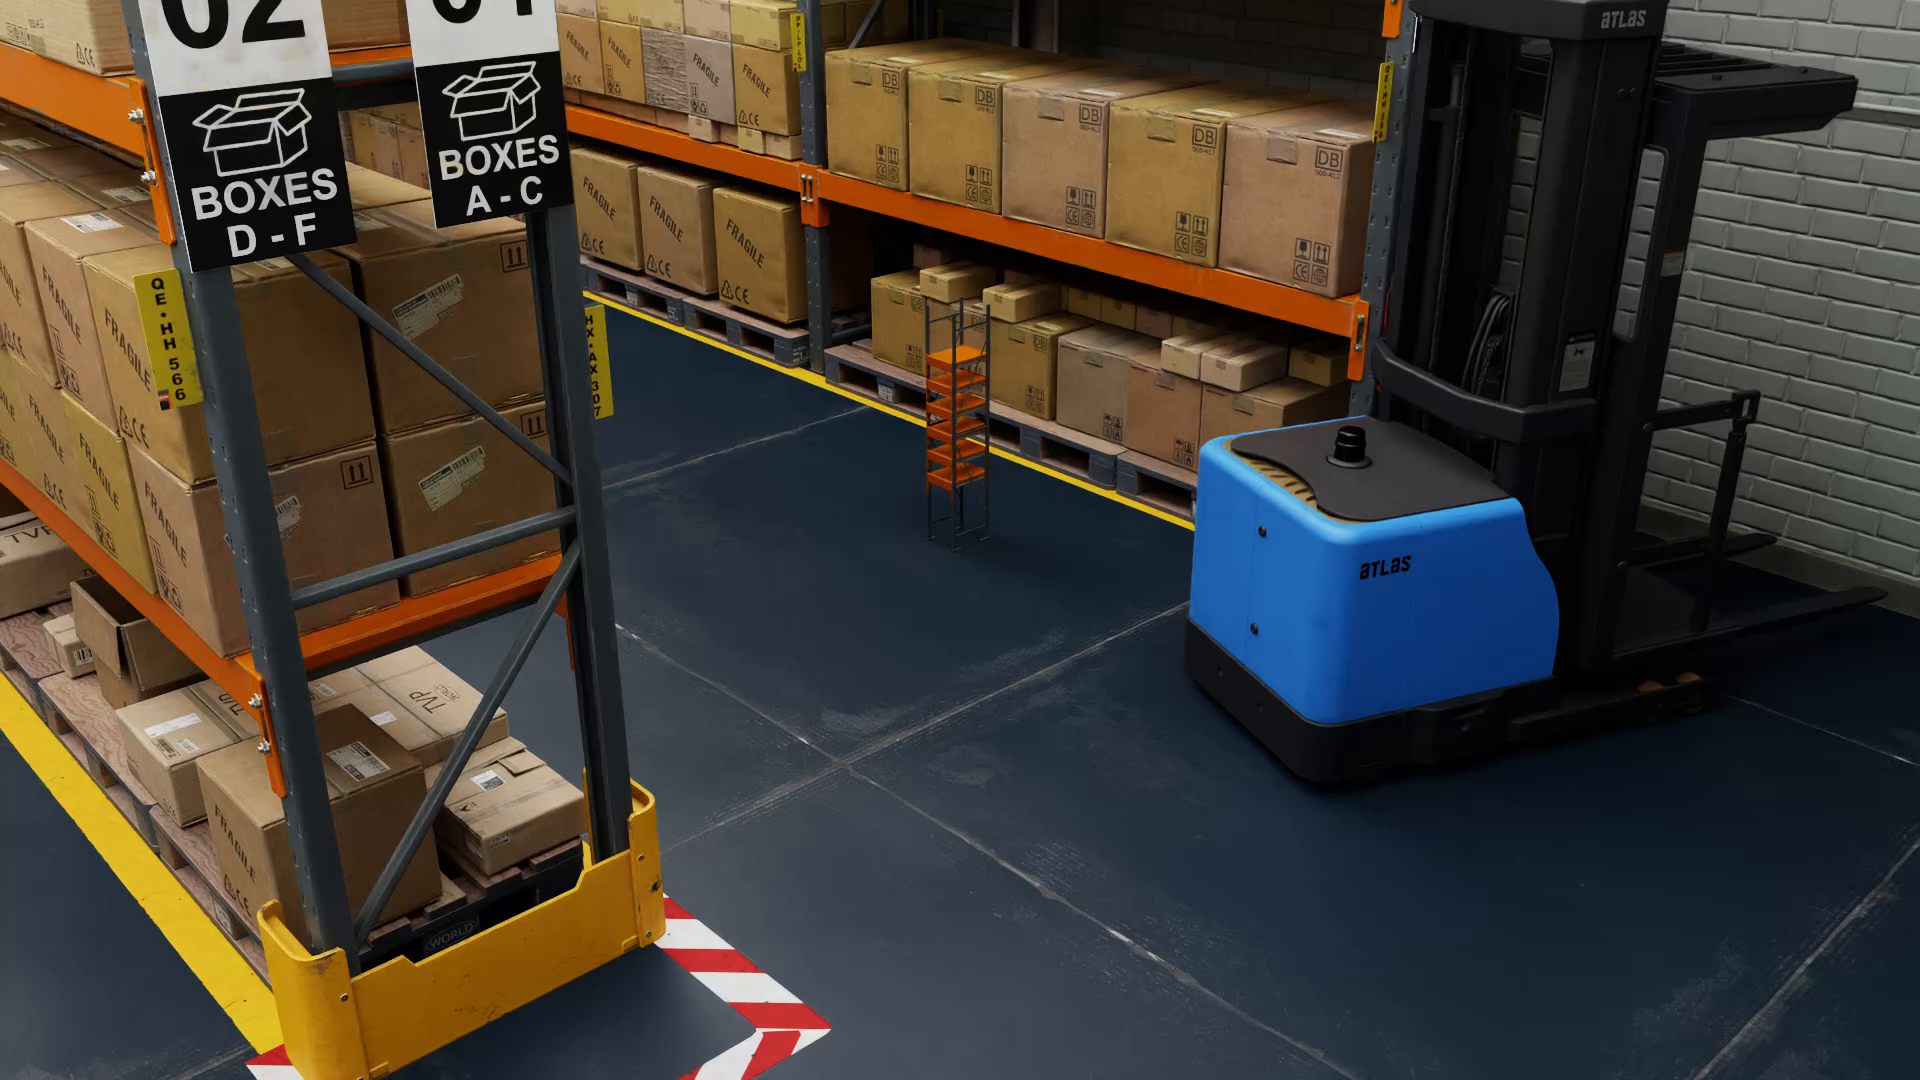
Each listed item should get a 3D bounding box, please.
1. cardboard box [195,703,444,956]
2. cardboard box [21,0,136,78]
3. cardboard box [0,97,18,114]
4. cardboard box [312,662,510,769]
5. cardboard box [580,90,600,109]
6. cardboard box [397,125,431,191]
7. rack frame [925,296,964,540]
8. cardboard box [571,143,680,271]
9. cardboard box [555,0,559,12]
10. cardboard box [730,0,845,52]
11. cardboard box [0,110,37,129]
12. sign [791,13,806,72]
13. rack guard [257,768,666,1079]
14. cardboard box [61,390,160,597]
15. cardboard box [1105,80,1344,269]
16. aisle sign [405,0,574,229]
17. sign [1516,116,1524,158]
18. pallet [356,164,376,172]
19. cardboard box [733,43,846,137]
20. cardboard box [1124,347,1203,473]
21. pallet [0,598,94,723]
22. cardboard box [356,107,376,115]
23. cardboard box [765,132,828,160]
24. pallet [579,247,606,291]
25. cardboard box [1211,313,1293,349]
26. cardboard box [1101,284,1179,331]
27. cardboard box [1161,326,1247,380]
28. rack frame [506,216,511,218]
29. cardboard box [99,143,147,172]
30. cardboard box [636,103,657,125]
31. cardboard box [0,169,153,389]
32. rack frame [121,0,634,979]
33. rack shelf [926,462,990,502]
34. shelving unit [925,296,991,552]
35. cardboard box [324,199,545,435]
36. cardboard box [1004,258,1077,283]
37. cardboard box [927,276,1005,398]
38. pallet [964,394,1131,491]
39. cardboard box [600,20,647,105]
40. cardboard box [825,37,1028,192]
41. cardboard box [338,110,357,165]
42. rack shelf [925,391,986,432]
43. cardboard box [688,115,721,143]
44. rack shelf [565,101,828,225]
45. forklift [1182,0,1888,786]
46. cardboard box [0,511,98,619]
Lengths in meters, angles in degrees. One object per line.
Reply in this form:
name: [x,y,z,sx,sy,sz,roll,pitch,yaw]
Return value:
cardboard box: [-1.979,0.895,5.155,0.500,0.500,0.500,-21,32,-38]
cardboard box: [-1.971,-1.324,4.105,0.500,0.250,0.500,-21,32,-38]
cardboard box: [-3.627,-1.579,6.773,0.500,0.500,0.500,-21,32,-38]
cardboard box: [-1.934,0.707,5.869,0.500,0.250,0.500,-21,32,-38]
cardboard box: [-2.495,-3.206,11.942,0.380,0.149,0.250,-20,31,-37]
cardboard box: [-4.440,-3.375,14.515,0.700,0.500,0.500,-21,32,-39]
rack frame: [-0.072,-0.578,8.071,0.240,1.200,0.006,-21,32,-38]
cardboard box: [-2.281,-2.463,12.119,0.750,0.750,0.750,-21,32,-39]
cardboard box: [-2.792,-3.935,11.855,0.500,0.250,0.500,-22,32,-39]
cardboard box: [-1.054,-3.165,10.168,0.500,0.250,0.500,-20,31,-37]
cardboard box: [-3.692,-1.280,6.118,0.500,0.500,0.500,-22,33,-40]
sign: [-0.938,-2.899,9.691,0.100,0.325,0.005,-21,32,-38]
rack guard: [-1.480,1.167,5.089,1.175,0.500,0.348,-21,32,-38]
cardboard box: [-2.290,-0.207,4.969,0.500,0.500,0.500,-21,32,-38]
cardboard box: [1.324,-1.859,8.349,0.980,0.700,0.700,-22,32,-39]
aisle sign: [-1.167,-1.192,4.117,0.394,0.787,0.004,-21,32,-38]
sign: [2.595,-1.939,7.748,0.100,0.325,0.005,-21,32,-38]
pallet: [-5.483,-3.485,15.635,1.003,0.211,1.213,-21,32,-38]
cardboard box: [-1.048,-2.823,10.322,0.500,0.500,0.500,-22,32,-39]
cardboard box: [1.292,-0.742,8.769,0.700,0.500,0.500,-21,32,-39]
pallet: [-3.693,0.318,7.298,1.003,0.211,1.213,-21,32,-38]
cardboard box: [-5.197,-4.042,15.075,0.500,0.250,0.500,-22,33,-39]
cardboard box: [-0.986,-2.482,10.355,0.380,0.149,0.250,-21,32,-38]
pallet: [-2.798,-2.248,12.924,1.003,0.211,1.213,-21,32,-38]
cardboard box: [1.519,-1.058,8.679,0.380,0.149,0.250,-21,32,-38]
cardboard box: [0.998,-1.288,9.184,0.380,0.149,0.250,-21,32,-38]
cardboard box: [1.238,-0.950,8.444,0.380,0.149,0.250,-20,31,-37]
rack frame: [-3.282,-3.777,12.915,1.000,3.000,0.127,-21,32,-38]
cardboard box: [-2.588,-1.119,5.765,0.500,0.500,0.500,-22,32,-39]
cardboard box: [-1.995,-2.963,11.410,0.380,0.149,0.250,-20,31,-37]
cardboard box: [-2.636,-0.813,5.092,0.500,0.500,0.500,-20,31,-37]
rack frame: [-1.428,0.053,4.520,1.000,3.000,0.127,-21,32,-38]
rack shelf: [-0.010,-0.291,8.129,0.258,0.103,0.180,-21,32,-38]
shelving unit: [-0.010,-0.550,8.011,0.258,1.200,0.189,-21,32,-38]
cardboard box: [-1.539,-0.657,4.750,0.500,0.500,0.500,-20,31,-37]
cardboard box: [0.476,-1.520,9.692,0.380,0.149,0.250,-23,33,-40]
cardboard box: [0.229,-1.210,9.795,0.700,0.500,0.500,-22,32,-39]
pallet: [0.752,-0.674,9.474,1.003,0.211,1.213,-21,32,-38]
cardboard box: [-2.086,-3.280,11.322,0.500,0.500,0.500,-20,31,-37]
cardboard box: [-0.189,-2.533,9.826,0.980,0.700,0.700,-21,32,-38]
cardboard box: [-5.501,-3.834,15.521,0.700,0.500,0.500,-20,31,-37]
rack shelf: [-0.010,-0.619,7.979,0.258,0.103,0.180,-21,32,-38]
cardboard box: [-1.543,-2.707,10.847,0.380,0.149,0.250,-21,32,-38]
rack shelf: [-1.915,-2.844,11.737,1.077,0.370,4.000,-21,32,-38]
forklift: [2.496,-0.796,6.464,3.031,2.935,1.130,-9,26,-20]
cardboard box: [-4.033,0.053,7.230,0.500,0.311,0.500,-21,32,-38]
